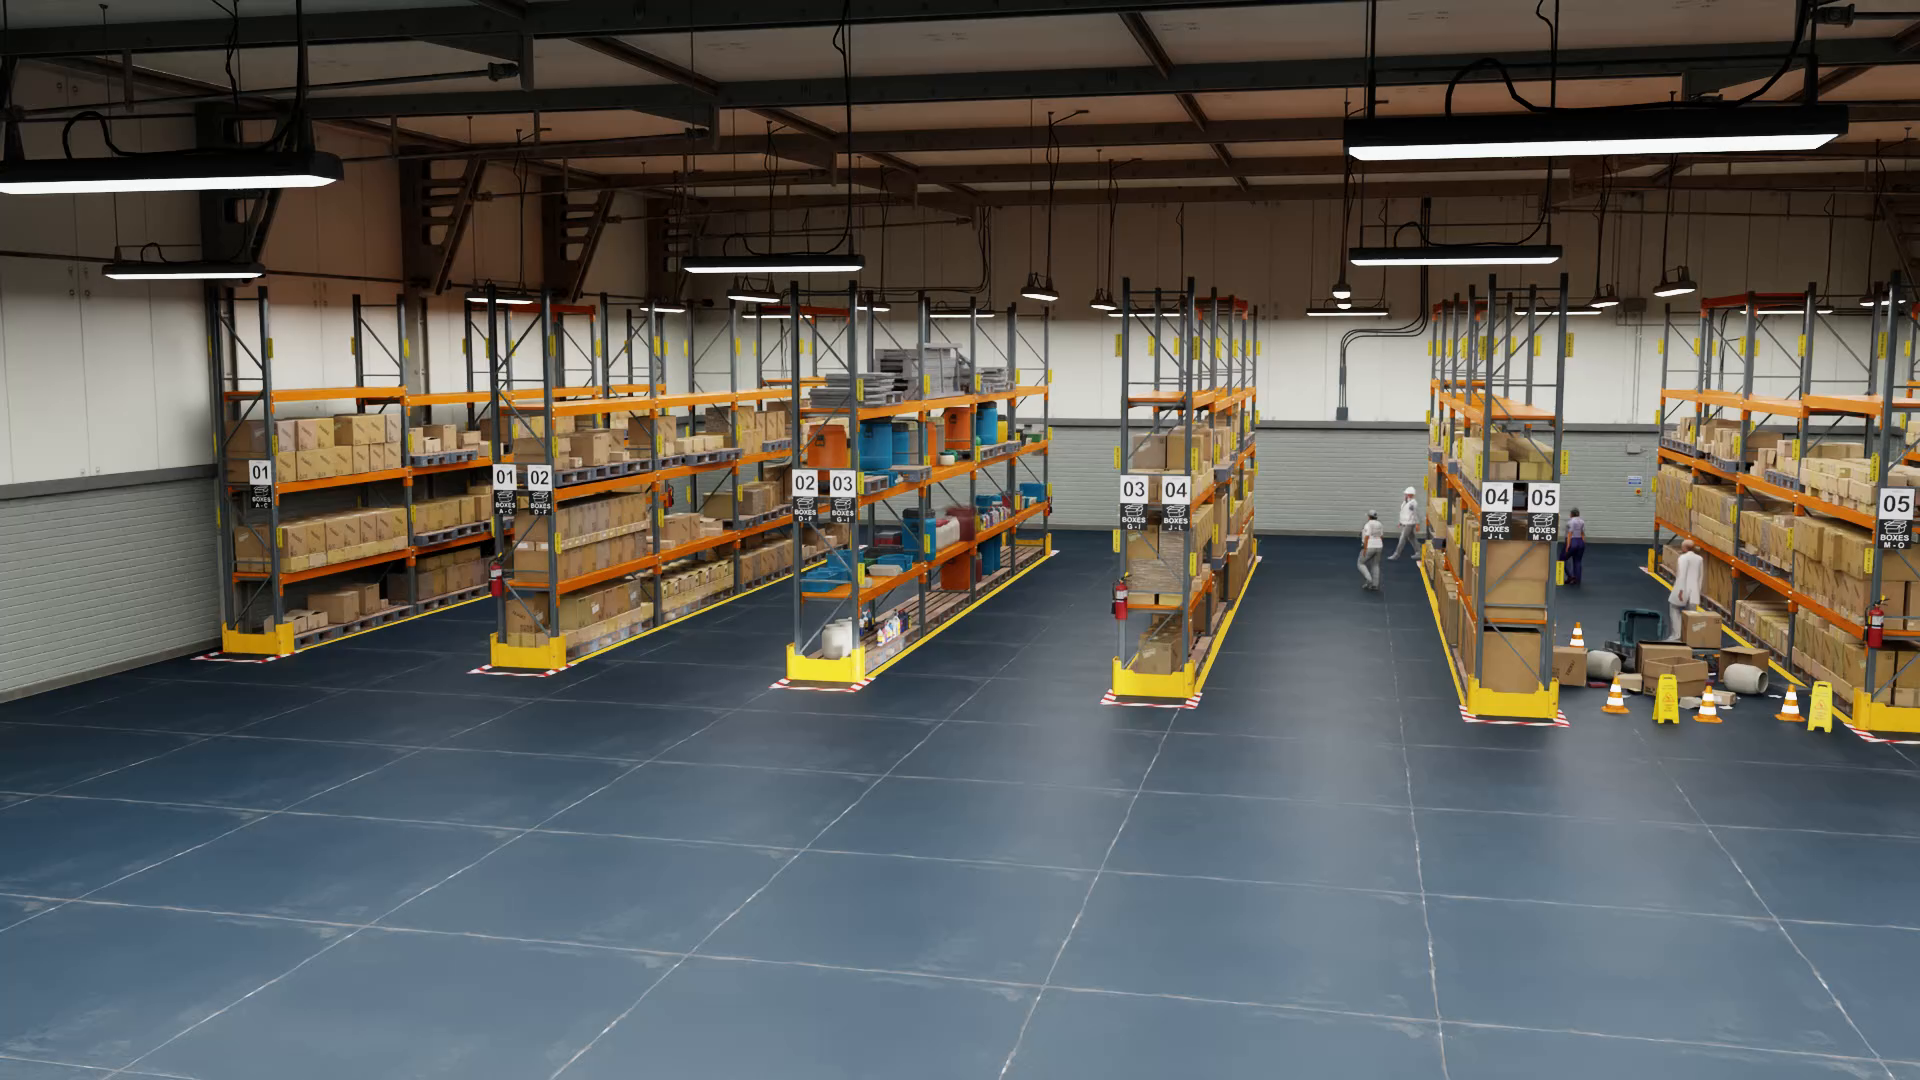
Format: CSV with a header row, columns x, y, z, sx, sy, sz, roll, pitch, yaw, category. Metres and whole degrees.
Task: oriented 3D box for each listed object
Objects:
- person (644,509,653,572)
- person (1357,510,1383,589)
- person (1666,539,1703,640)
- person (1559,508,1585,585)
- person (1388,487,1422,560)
x,y,z,sx,sy,sz,roll,pitch,yaw,category
-6.780,0.092,36.021,0.552,1.576,0.591,1,7,10,person
8.579,0.204,34.646,0.536,1.659,0.440,-3,7,-28,person
12.374,0.906,28.198,0.561,1.807,0.595,0,7,0,person
13.031,0.143,35.289,0.535,1.632,0.436,-3,7,-24,person
10.565,-0.400,39.395,0.923,1.725,0.555,0,7,-4,person
